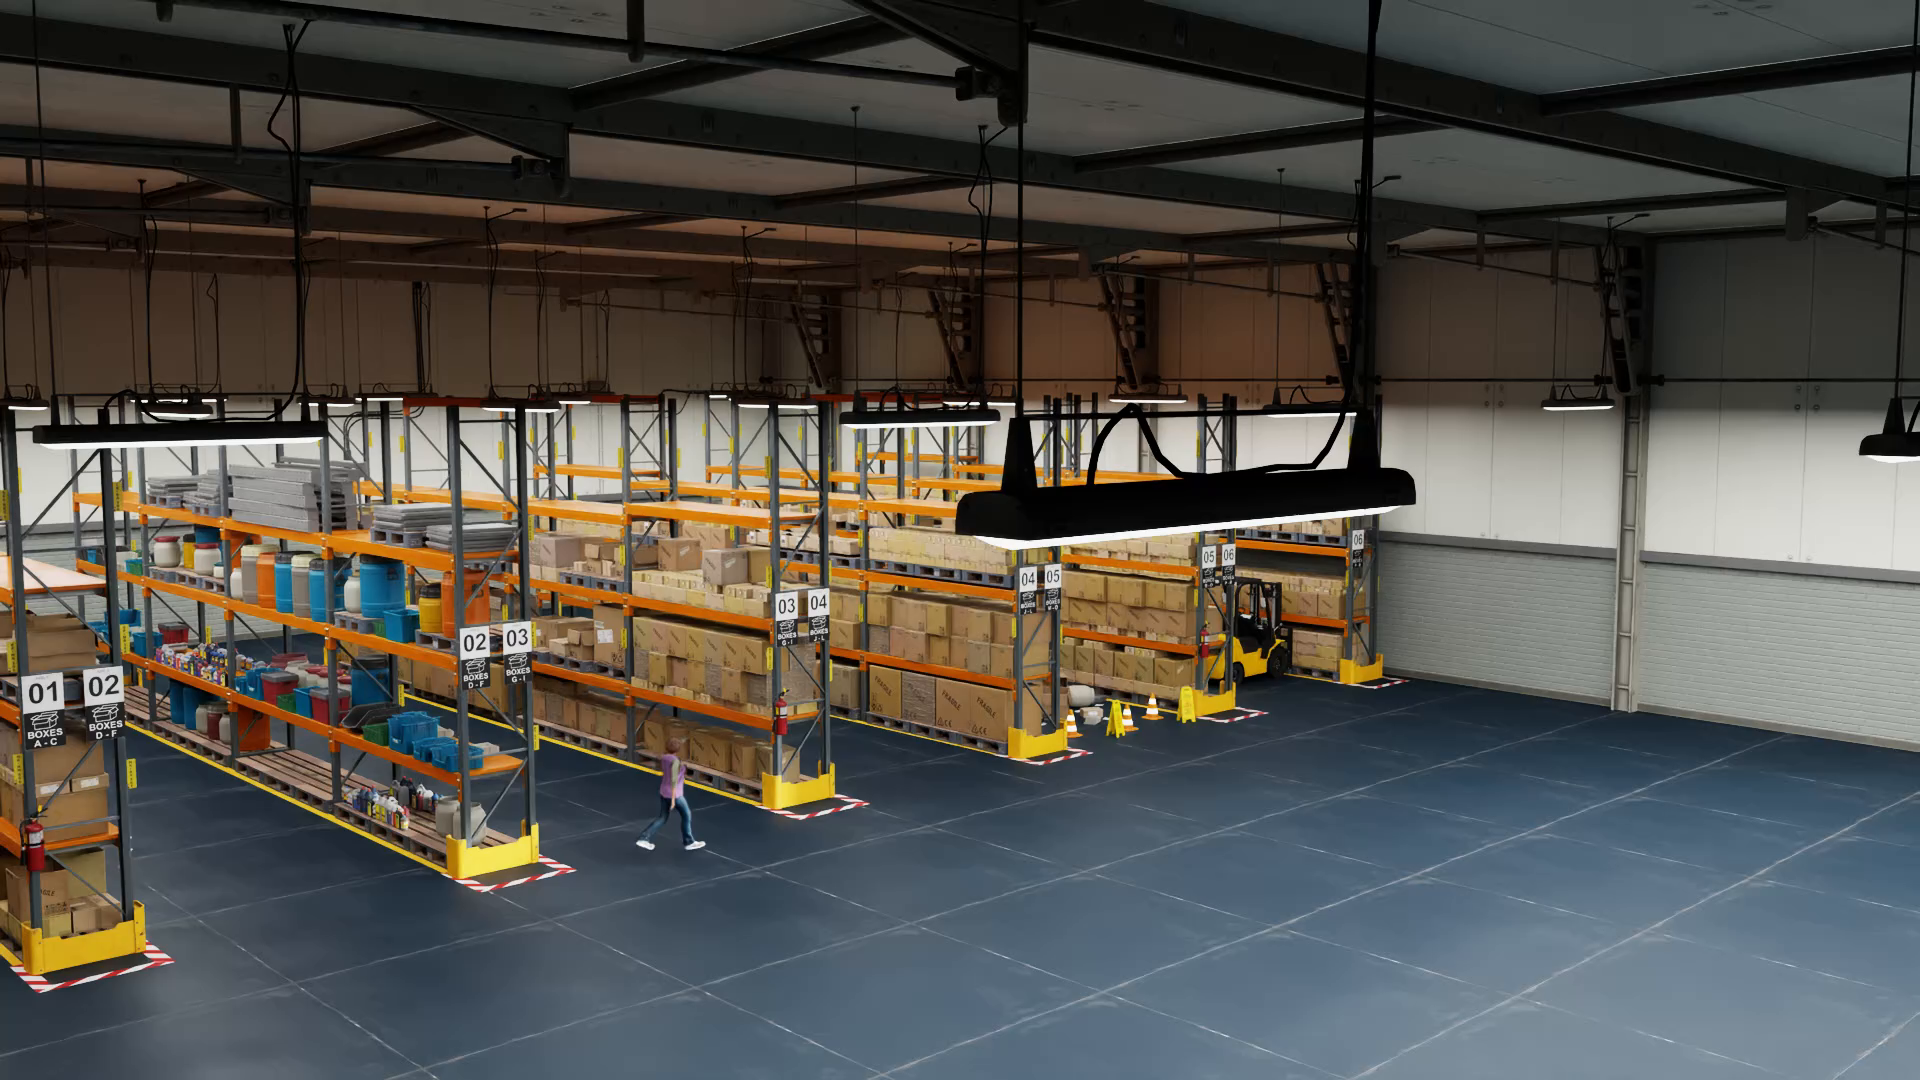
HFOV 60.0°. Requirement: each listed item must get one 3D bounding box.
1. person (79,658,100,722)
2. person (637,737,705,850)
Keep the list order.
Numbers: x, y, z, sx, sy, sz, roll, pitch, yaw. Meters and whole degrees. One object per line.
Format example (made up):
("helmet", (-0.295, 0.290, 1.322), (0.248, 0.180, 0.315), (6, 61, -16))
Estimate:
("person", (-15.701, 2.660, 29.961), (0.448, 1.558, 0.959), (-4, 7, -36))
("person", (-3.873, 3.399, 22.202), (0.931, 1.552, 0.473), (-4, 7, -33))
